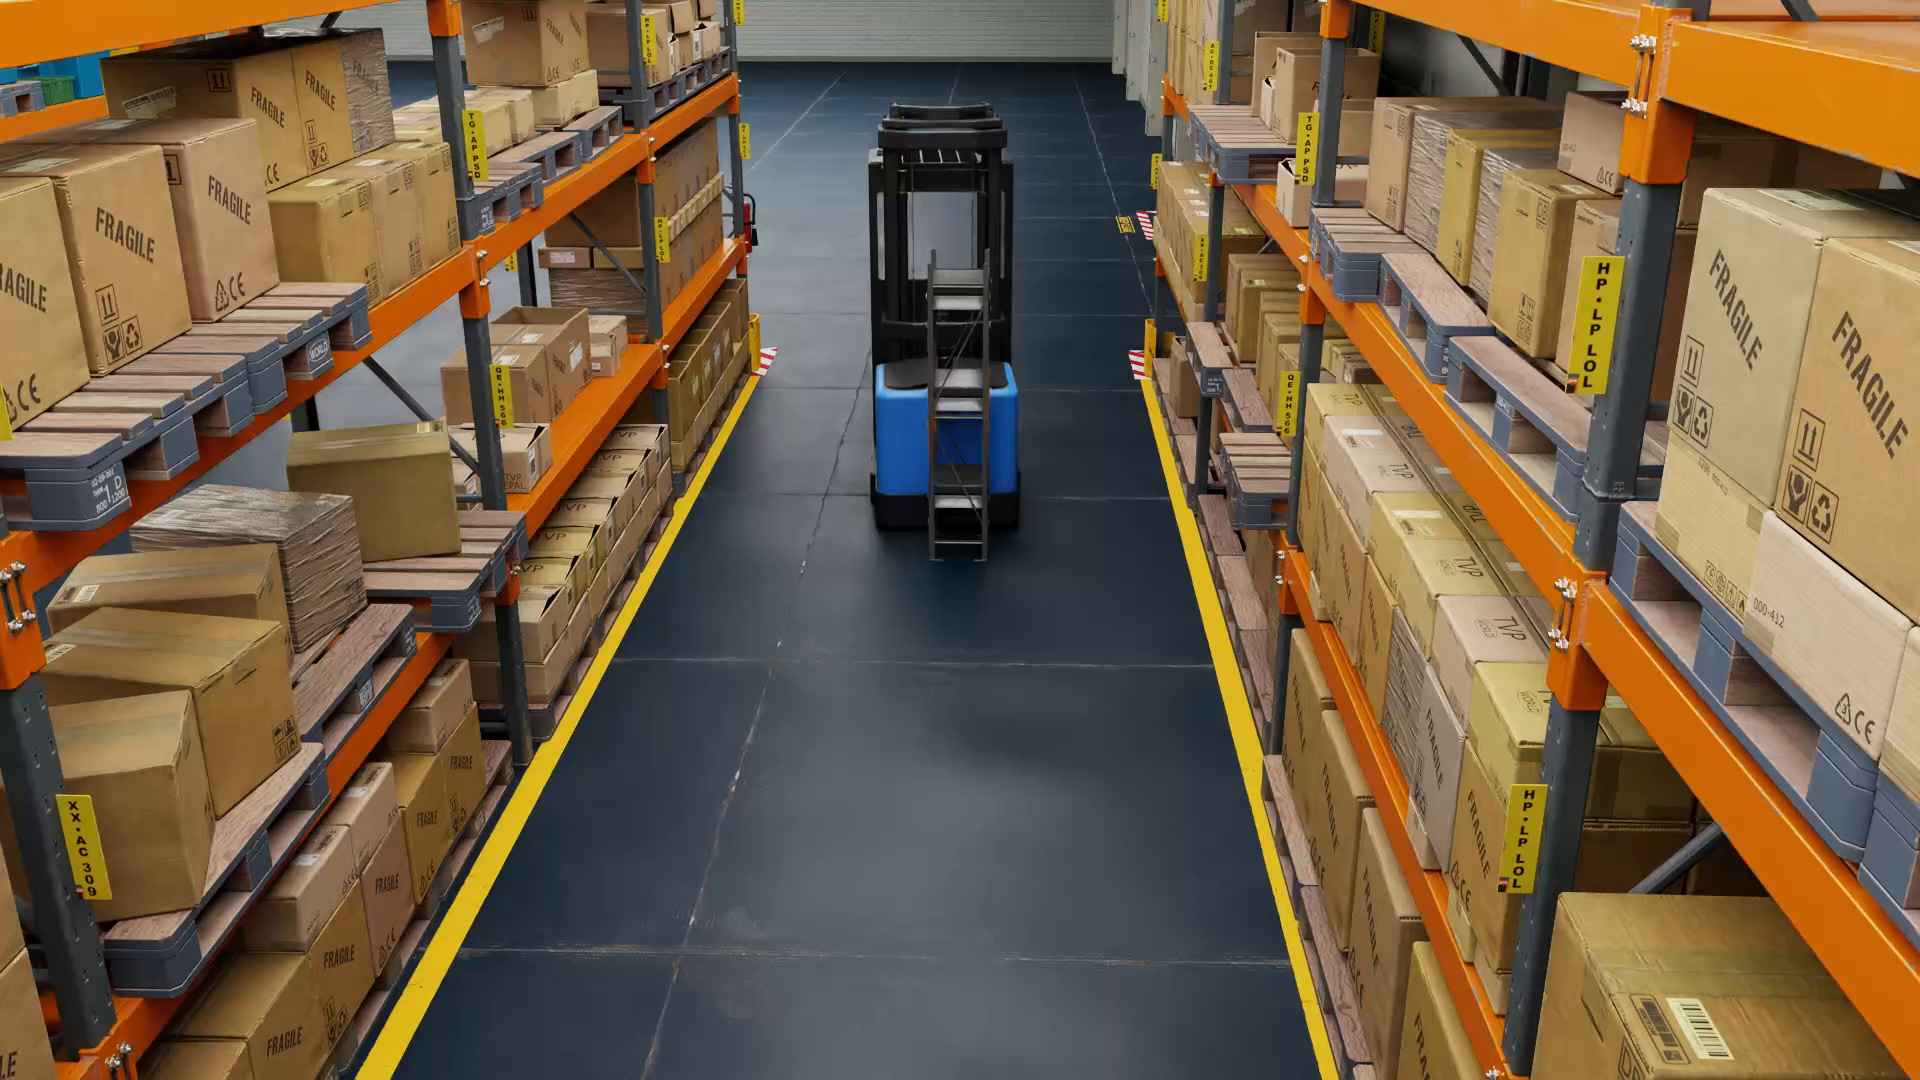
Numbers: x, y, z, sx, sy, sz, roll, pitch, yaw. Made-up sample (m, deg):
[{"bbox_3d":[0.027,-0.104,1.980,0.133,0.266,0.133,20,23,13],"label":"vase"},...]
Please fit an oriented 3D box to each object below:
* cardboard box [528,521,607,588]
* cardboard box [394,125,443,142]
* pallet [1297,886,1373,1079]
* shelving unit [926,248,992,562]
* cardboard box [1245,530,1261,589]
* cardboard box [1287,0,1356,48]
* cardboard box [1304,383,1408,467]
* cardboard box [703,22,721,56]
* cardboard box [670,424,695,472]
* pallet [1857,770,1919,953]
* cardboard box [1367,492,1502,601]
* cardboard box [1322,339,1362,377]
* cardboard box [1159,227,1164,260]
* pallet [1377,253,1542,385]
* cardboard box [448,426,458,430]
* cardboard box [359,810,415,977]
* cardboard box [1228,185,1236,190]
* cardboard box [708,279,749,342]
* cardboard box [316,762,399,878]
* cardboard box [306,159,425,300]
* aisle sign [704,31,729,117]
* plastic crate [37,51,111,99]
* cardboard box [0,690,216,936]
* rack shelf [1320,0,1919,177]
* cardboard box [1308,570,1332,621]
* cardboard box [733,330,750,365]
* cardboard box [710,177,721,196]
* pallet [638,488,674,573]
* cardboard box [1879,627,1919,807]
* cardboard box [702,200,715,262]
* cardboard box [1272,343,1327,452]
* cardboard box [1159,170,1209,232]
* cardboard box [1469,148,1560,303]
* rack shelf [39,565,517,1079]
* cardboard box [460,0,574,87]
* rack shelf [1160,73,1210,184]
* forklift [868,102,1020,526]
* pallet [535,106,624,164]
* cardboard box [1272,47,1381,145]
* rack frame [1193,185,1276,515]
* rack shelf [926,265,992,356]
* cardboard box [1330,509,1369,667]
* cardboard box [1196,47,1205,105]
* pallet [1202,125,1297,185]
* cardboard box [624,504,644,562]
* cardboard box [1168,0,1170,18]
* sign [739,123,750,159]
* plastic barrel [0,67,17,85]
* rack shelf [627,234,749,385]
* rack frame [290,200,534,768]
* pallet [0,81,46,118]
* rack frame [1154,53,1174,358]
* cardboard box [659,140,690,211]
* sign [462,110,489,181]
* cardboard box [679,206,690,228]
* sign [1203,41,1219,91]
[{"bbox_3d":[-2.473,0.056,10.183,0.500,0.311,0.500,0,21,0],"label":"cardboard box"},{"bbox_3d":[-2.851,-1.897,8.251,0.500,0.250,0.500,-1,21,-2],"label":"cardboard box"},{"bbox_3d":[2.004,1.869,6.919,1.003,0.211,1.213,1,21,2],"label":"pallet"},{"bbox_3d":[-0.005,-0.919,11.495,0.431,2.100,0.503,1,21,2],"label":"shelving unit"},{"bbox_3d":[2.238,-0.003,10.738,0.700,0.500,0.500,1,21,2],"label":"cardboard box"},{"bbox_3d":[2.566,-3.696,11.712,0.500,0.500,0.500,1,21,3],"label":"cardboard box"},{"bbox_3d":[1.871,-0.527,7.627,0.500,0.250,0.500,1,21,3],"label":"cardboard box"},{"bbox_3d":[-2.336,-4.271,14.176,0.500,0.250,0.500,1,21,2],"label":"cardboard box"},{"bbox_3d":[-2.369,-0.732,12.991,0.500,0.250,0.500,1,21,2],"label":"cardboard box"},{"bbox_3d":[1.947,0.670,2.131,1.003,0.211,1.213,1,21,2],"label":"pallet"},{"bbox_3d":[1.836,0.022,6.211,0.500,0.250,0.500,0,21,1],"label":"cardboard box"},{"bbox_3d":[2.119,-0.950,8.689,0.380,0.149,0.250,-3,21,-7],"label":"cardboard box"},{"bbox_3d":[2.053,-2.626,14.829,0.500,0.250,0.500,0,21,0],"label":"cardboard box"},{"bbox_3d":[2.146,-0.827,6.129,1.003,0.211,1.213,2,21,4],"label":"pallet"},{"bbox_3d":[-2.826,-0.553,9.654,0.380,0.149,0.250,2,21,6],"label":"cardboard box"},{"bbox_3d":[-2.628,1.470,6.941,0.500,0.500,0.500,0,21,0],"label":"cardboard box"},{"bbox_3d":[2.548,-2.795,14.228,0.500,0.500,0.500,0,21,0],"label":"cardboard box"},{"bbox_3d":[-2.284,-2.167,15.651,0.500,0.500,0.500,1,21,2],"label":"cardboard box"},{"bbox_3d":[-2.626,1.134,6.771,0.500,0.250,0.500,0,21,1],"label":"cardboard box"},{"bbox_3d":[-2.803,-1.310,6.975,0.910,0.500,0.500,1,21,2],"label":"cardboard box"},{"bbox_3d":[-2.269,-4.333,15.456,0.394,0.787,0.004,1,21,2],"label":"aisle sign"},{"bbox_3d":[-7.273,-3.855,13.692,0.392,0.384,0.575,1,21,2],"label":"plastic crate"},{"bbox_3d":[-2.692,0.827,5.032,0.700,0.500,0.500,-7,22,-17],"label":"cardboard box"},{"bbox_3d":[2.083,-1.707,5.535,1.077,0.370,4.000,1,21,2],"label":"rack shelf"},{"bbox_3d":[1.793,0.256,7.543,0.380,0.149,0.250,1,21,3],"label":"cardboard box"},{"bbox_3d":[-2.286,-1.817,15.786,0.500,0.250,0.500,1,21,2],"label":"cardboard box"},{"bbox_3d":[-2.392,-3.215,15.132,0.380,0.149,0.250,1,21,3],"label":"cardboard box"},{"bbox_3d":[-2.670,-0.087,11.962,1.003,0.211,1.213,1,21,2],"label":"pallet"},{"bbox_3d":[1.699,0.337,2.355,0.500,0.250,0.500,0,21,0],"label":"cardboard box"},{"bbox_3d":[-2.603,-2.789,14.931,0.700,0.500,0.500,1,21,3],"label":"cardboard box"},{"bbox_3d":[2.138,-0.779,9.143,0.700,0.500,0.500,-1,21,-3],"label":"cardboard box"},{"bbox_3d":[2.047,-2.988,14.727,0.500,0.500,0.500,1,21,2],"label":"cardboard box"},{"bbox_3d":[2.190,-1.058,5.716,0.700,0.500,0.500,1,21,2],"label":"cardboard box"},{"bbox_3d":[-2.869,0.851,6.685,1.077,0.370,4.000,1,21,2],"label":"rack shelf"},{"bbox_3d":[-2.739,-3.099,10.314,0.500,0.500,0.500,3,21,7],"label":"cardboard box"},{"bbox_3d":[2.326,-3.387,13.460,1.077,0.370,4.000,1,21,2],"label":"rack shelf"},{"bbox_3d":[-0.155,-1.955,13.015,1.130,2.935,3.031,-1,21,-2],"label":"forklift"},{"bbox_3d":[-2.700,-2.644,10.815,0.805,0.209,1.217,0,21,-1],"label":"pallet"},{"bbox_3d":[2.131,-2.599,9.715,0.500,0.500,0.500,0,21,0],"label":"cardboard box"},{"bbox_3d":[2.265,-1.601,12.009,1.000,3.000,0.127,1,21,2],"label":"rack frame"},{"bbox_3d":[-0.005,-1.559,11.247,0.431,0.518,0.480,1,21,2],"label":"rack shelf"},{"bbox_3d":[1.832,0.192,6.810,0.500,0.500,0.500,1,21,1],"label":"cardboard box"},{"bbox_3d":[2.062,-3.423,12.393,0.500,0.500,0.500,-1,21,-3],"label":"cardboard box"},{"bbox_3d":[2.111,-2.315,9.961,1.213,0.211,1.003,1,21,2],"label":"pallet"},{"bbox_3d":[-2.442,-0.047,11.224,0.500,0.250,0.500,1,21,3],"label":"cardboard box"},{"bbox_3d":[2.132,-4.831,14.639,0.500,0.500,0.500,-1,21,-2],"label":"cardboard box"},{"bbox_3d":[-2.023,-3.740,15.592,0.100,0.325,0.005,1,21,2],"label":"sign"},{"bbox_3d":[-7.500,-3.897,12.505,0.600,0.901,0.708,1,21,2],"label":"plastic barrel"},{"bbox_3d":[-2.626,-2.042,14.139,1.077,0.370,4.000,1,21,2],"label":"rack shelf"},{"bbox_3d":[-2.808,-0.208,8.418,1.000,3.000,0.127,1,21,2],"label":"rack frame"},{"bbox_3d":[-7.713,-3.282,12.456,1.213,0.211,1.003,1,21,2],"label":"pallet"},{"bbox_3d":[2.387,-3.047,15.736,1.000,3.000,0.127,1,21,2],"label":"rack frame"},{"bbox_3d":[-2.633,-3.011,13.709,0.700,0.500,0.500,1,21,2],"label":"cardboard box"},{"bbox_3d":[-2.266,-1.841,7.765,0.100,0.325,0.005,1,21,2],"label":"sign"},{"bbox_3d":[-2.441,-2.658,13.699,0.380,0.149,0.250,0,21,1],"label":"cardboard box"},{"bbox_3d":[1.723,-3.244,11.381,0.100,0.325,0.005,1,21,2],"label":"sign"}]
